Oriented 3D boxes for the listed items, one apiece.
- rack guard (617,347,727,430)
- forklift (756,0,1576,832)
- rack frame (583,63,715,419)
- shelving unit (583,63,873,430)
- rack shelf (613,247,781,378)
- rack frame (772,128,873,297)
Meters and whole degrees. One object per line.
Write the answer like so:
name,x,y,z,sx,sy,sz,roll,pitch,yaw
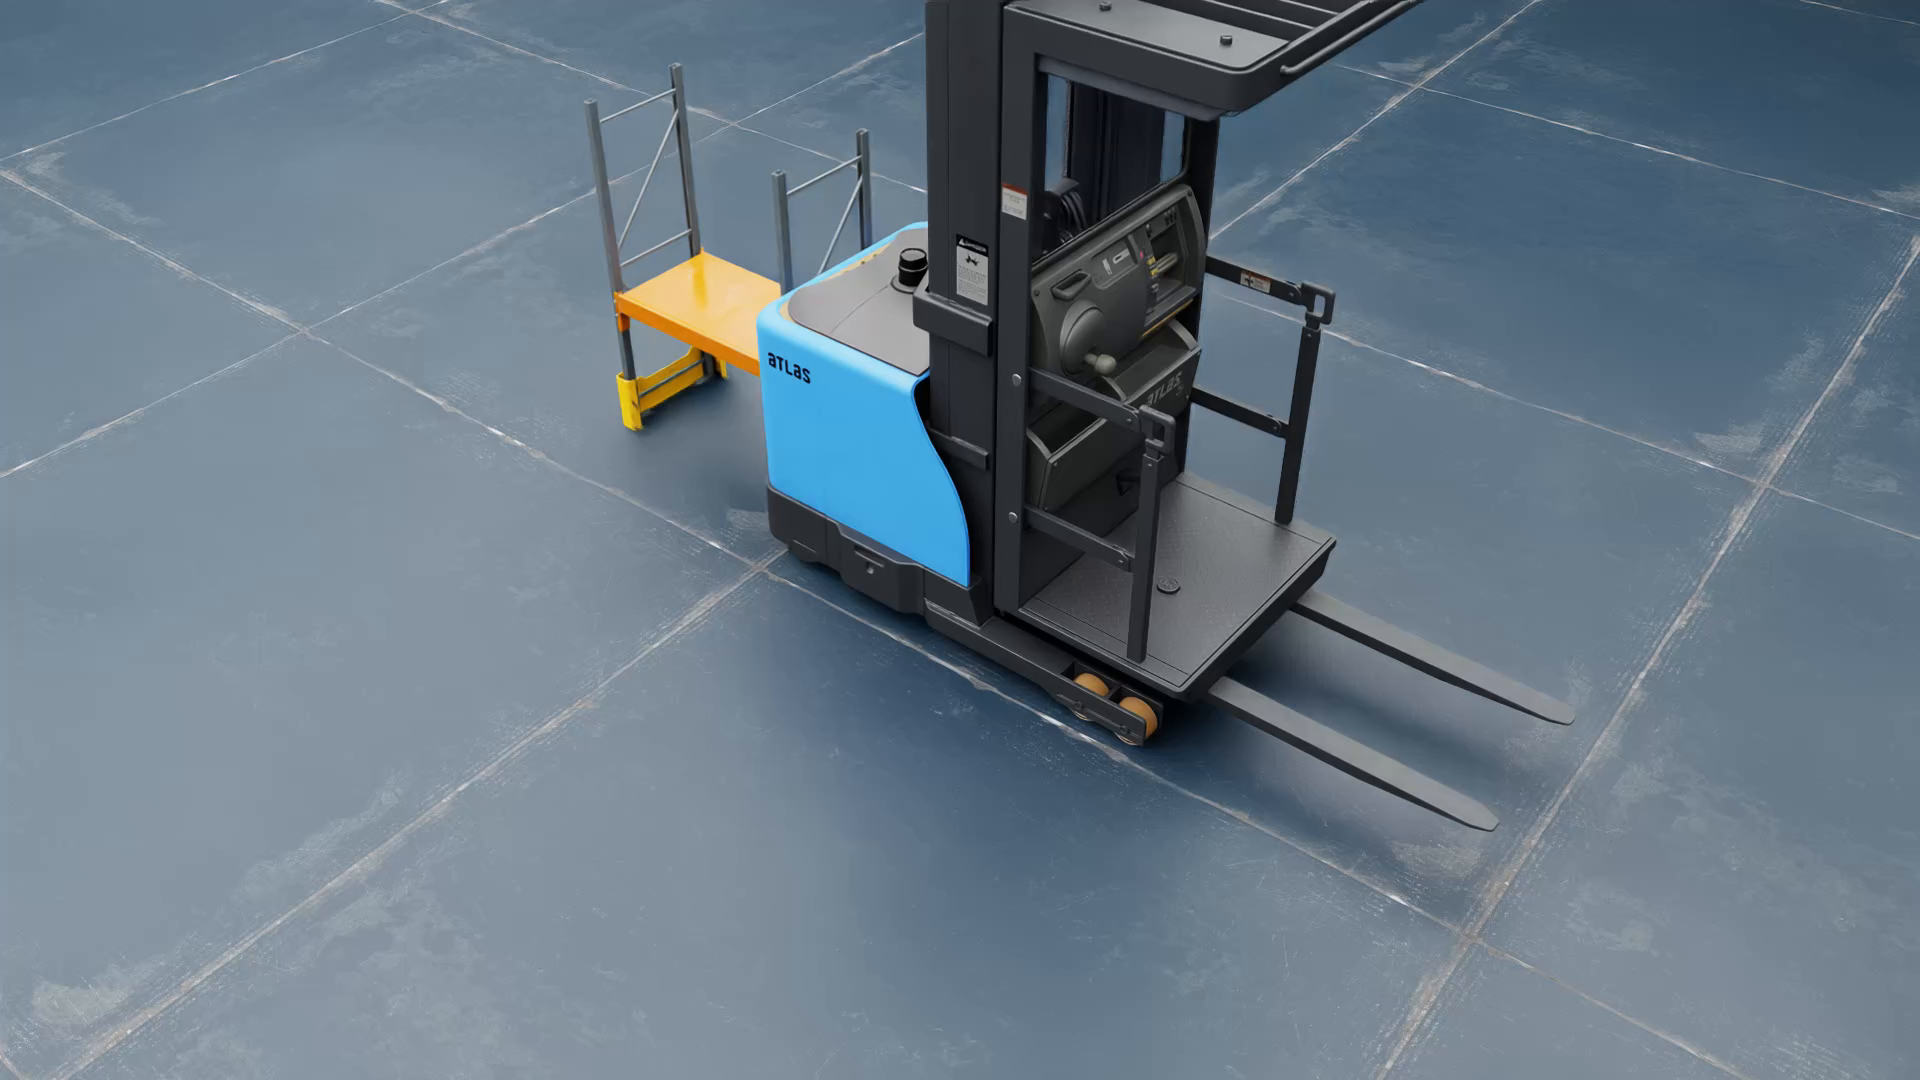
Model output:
rack guard,-1.292,-0.739,7.492,0.087,0.250,0.587,26,45,30
forklift,0.700,-0.808,5.404,3.031,2.935,1.130,26,45,30
rack frame,-1.307,-1.239,7.116,0.032,1.500,0.500,26,45,30
shelving unit,-0.903,-1.039,6.861,1.083,1.500,0.587,26,45,30
rack shelf,-0.910,-0.901,6.976,1.000,0.185,0.538,26,45,30
rack frame,-0.514,-0.847,6.615,0.032,1.500,0.500,26,45,30
